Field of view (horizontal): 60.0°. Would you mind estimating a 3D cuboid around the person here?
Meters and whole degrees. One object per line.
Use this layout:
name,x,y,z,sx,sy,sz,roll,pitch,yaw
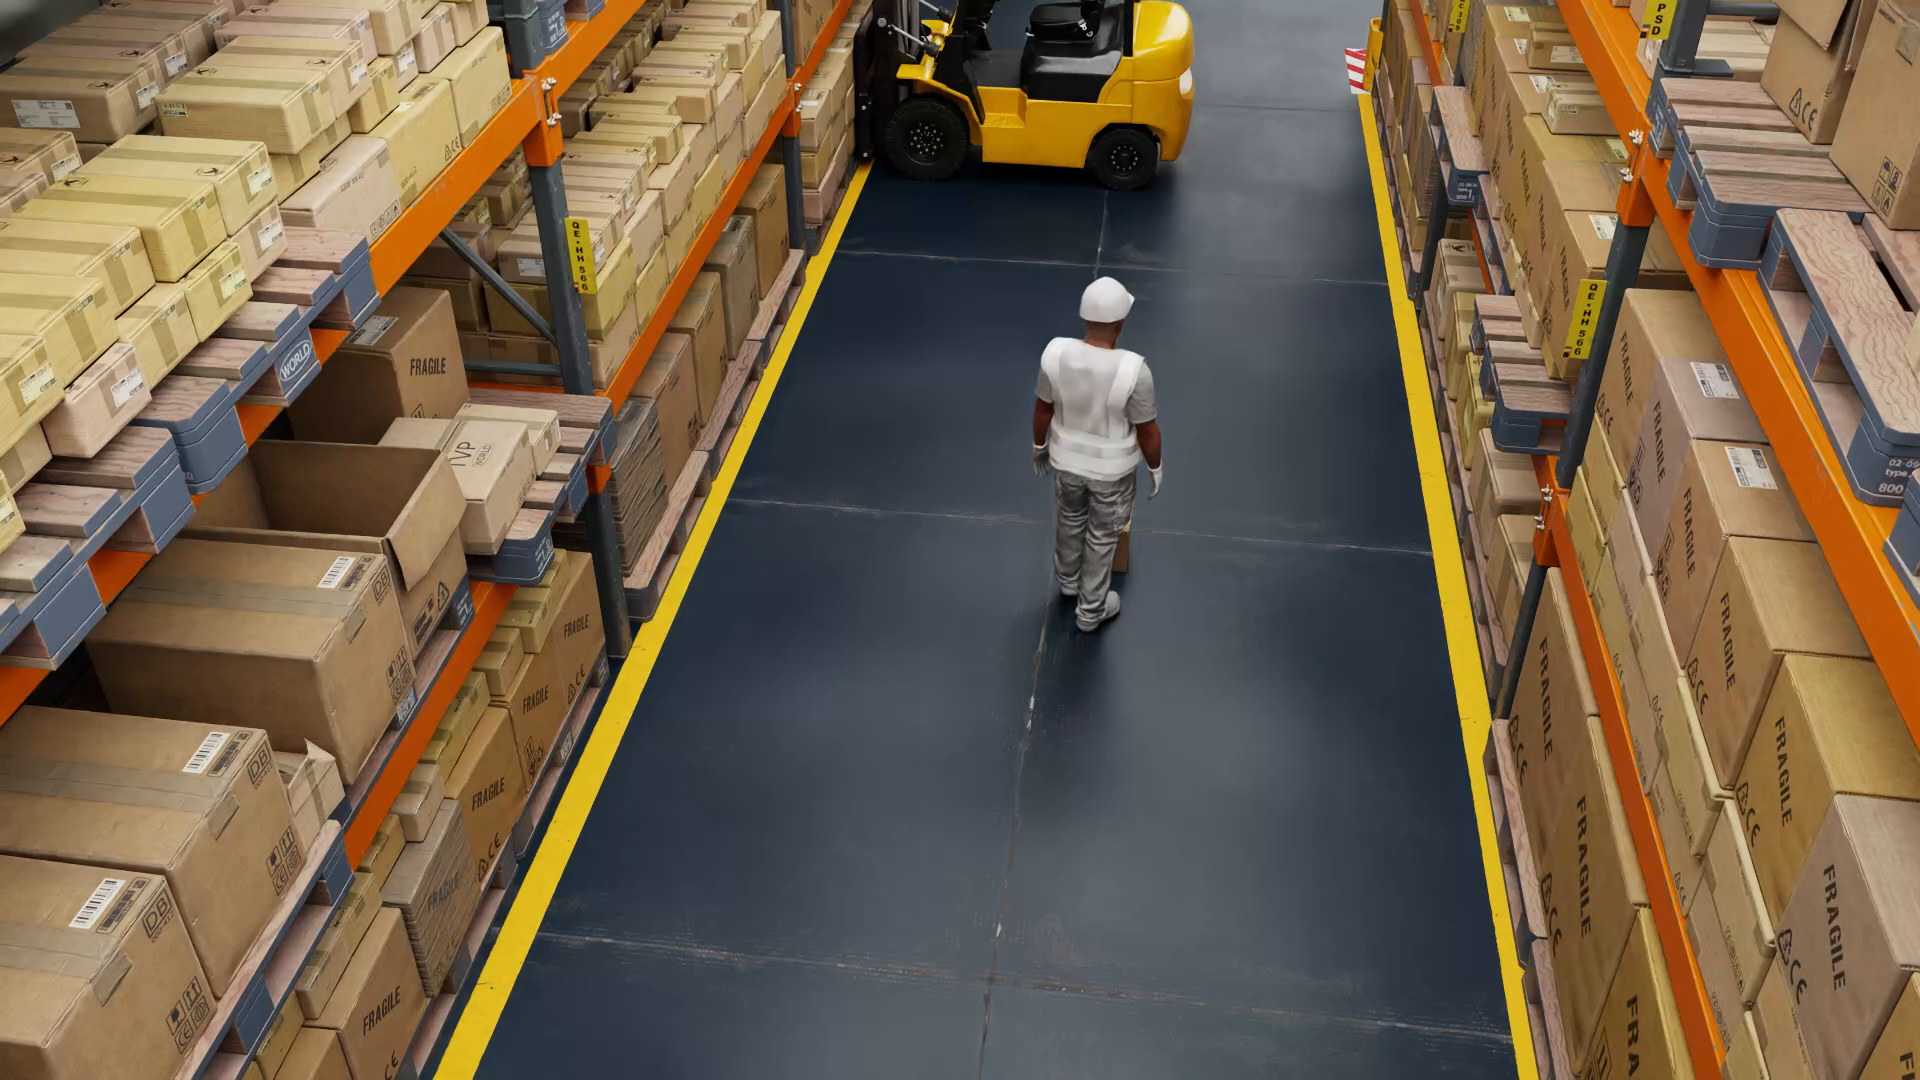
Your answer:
person,0.662,-0.406,7.573,0.606,1.800,0.539,18,40,23
